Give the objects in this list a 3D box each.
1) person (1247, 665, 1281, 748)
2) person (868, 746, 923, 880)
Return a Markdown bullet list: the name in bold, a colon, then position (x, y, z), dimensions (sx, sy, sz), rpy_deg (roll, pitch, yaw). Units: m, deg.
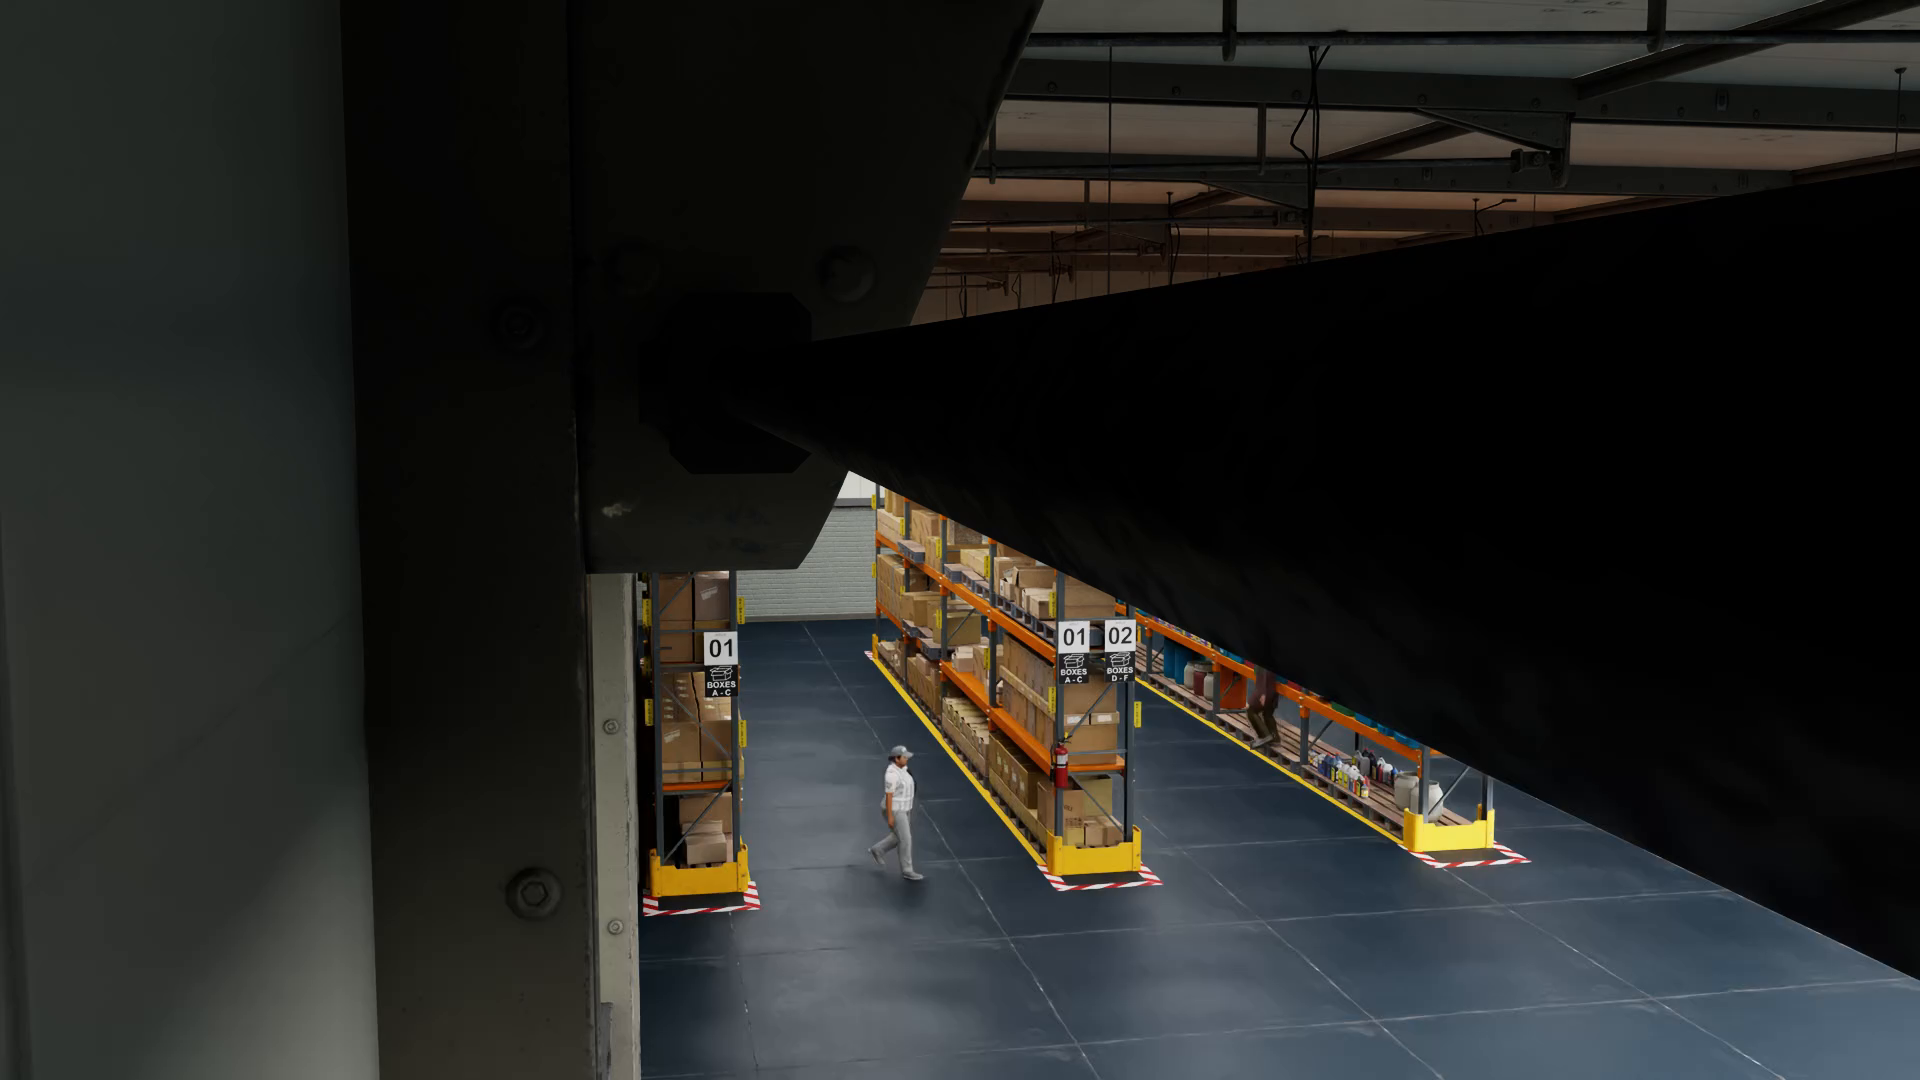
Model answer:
- **person**: position (5.013, 2.497, 27.056), dimensions (0.602, 1.747, 0.551), rpy_deg (-5, 8, -42)
- **person**: position (-0.791, 3.371, 20.797), dimensions (0.803, 1.634, 0.529), rpy_deg (2, 6, 19)
